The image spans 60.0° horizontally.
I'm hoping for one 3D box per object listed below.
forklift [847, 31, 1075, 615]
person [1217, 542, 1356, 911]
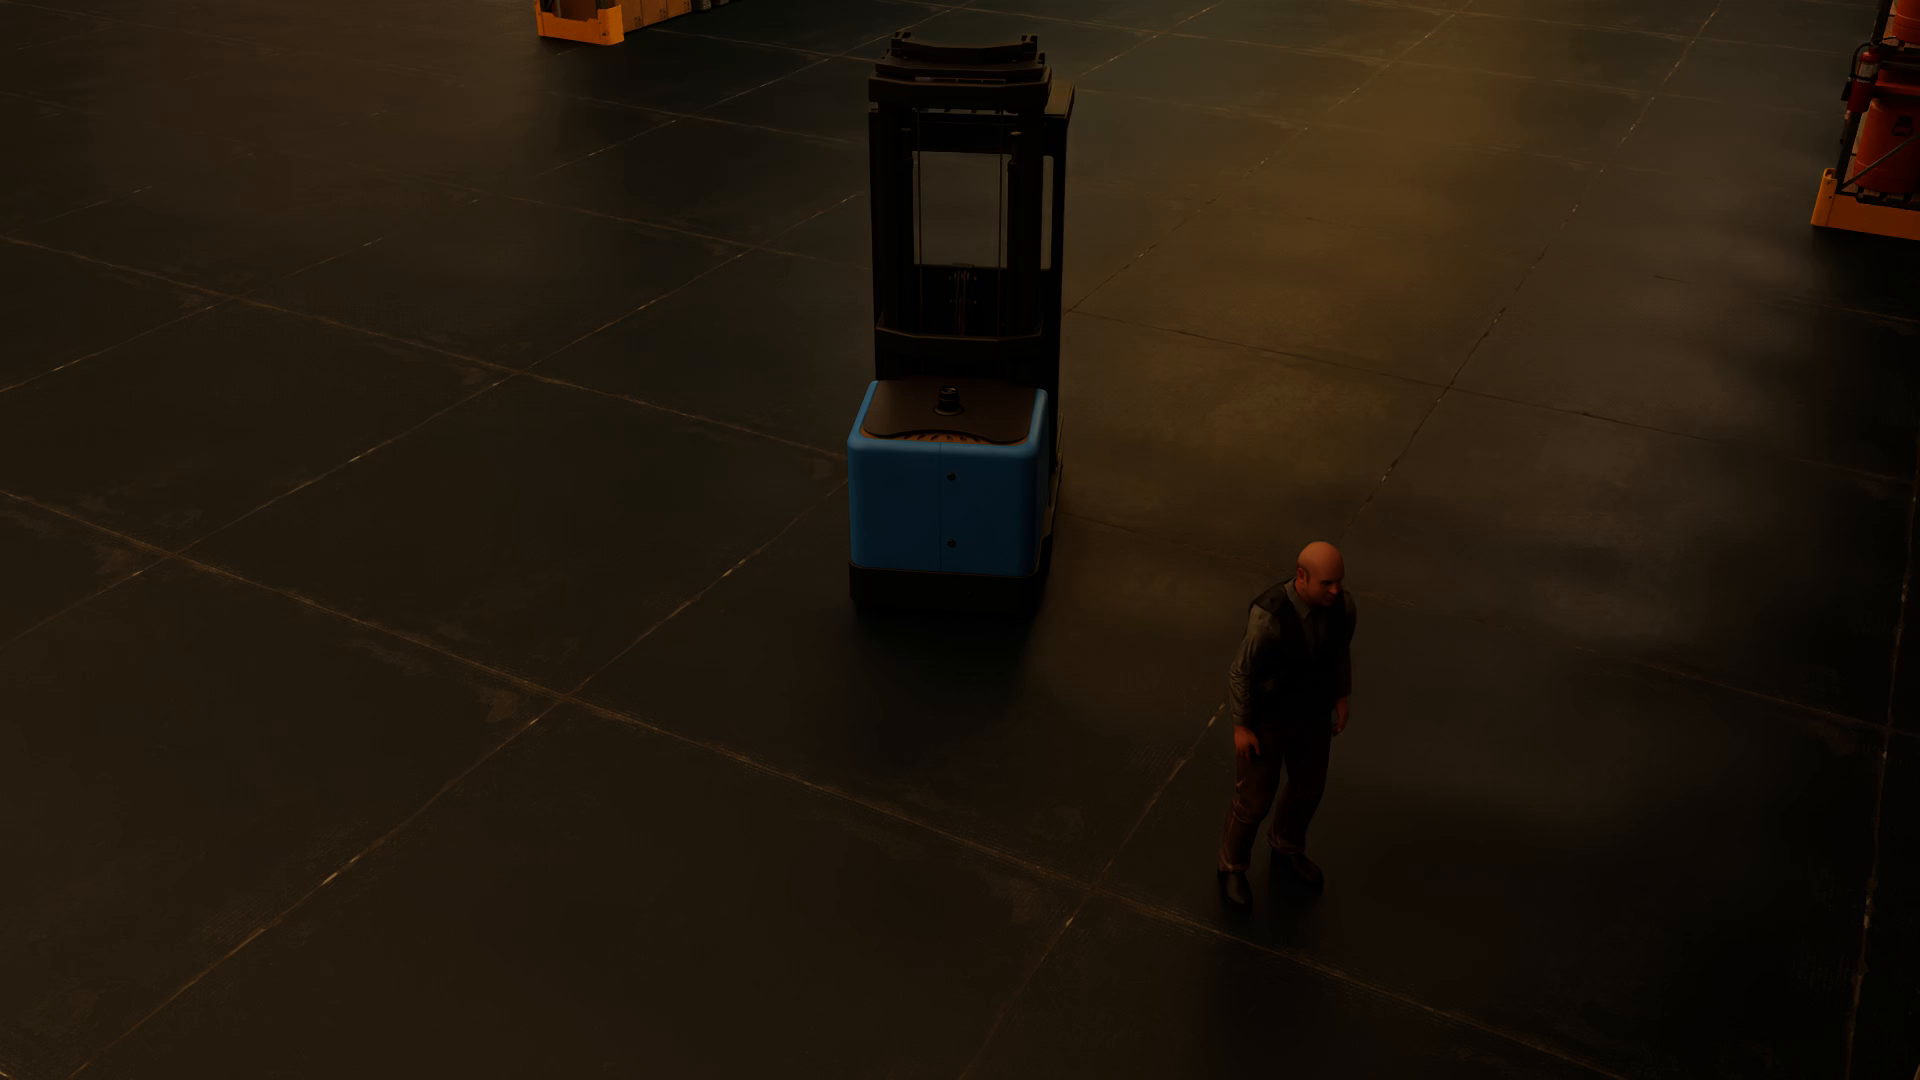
[{"bbox_3d":[0.072,-1.572,9.794,1.130,2.935,3.031,3,30,6],"label":"forklift"},{"bbox_3d":[1.369,0.733,7.012,0.580,1.721,0.415,-12,32,-20],"label":"person"}]
